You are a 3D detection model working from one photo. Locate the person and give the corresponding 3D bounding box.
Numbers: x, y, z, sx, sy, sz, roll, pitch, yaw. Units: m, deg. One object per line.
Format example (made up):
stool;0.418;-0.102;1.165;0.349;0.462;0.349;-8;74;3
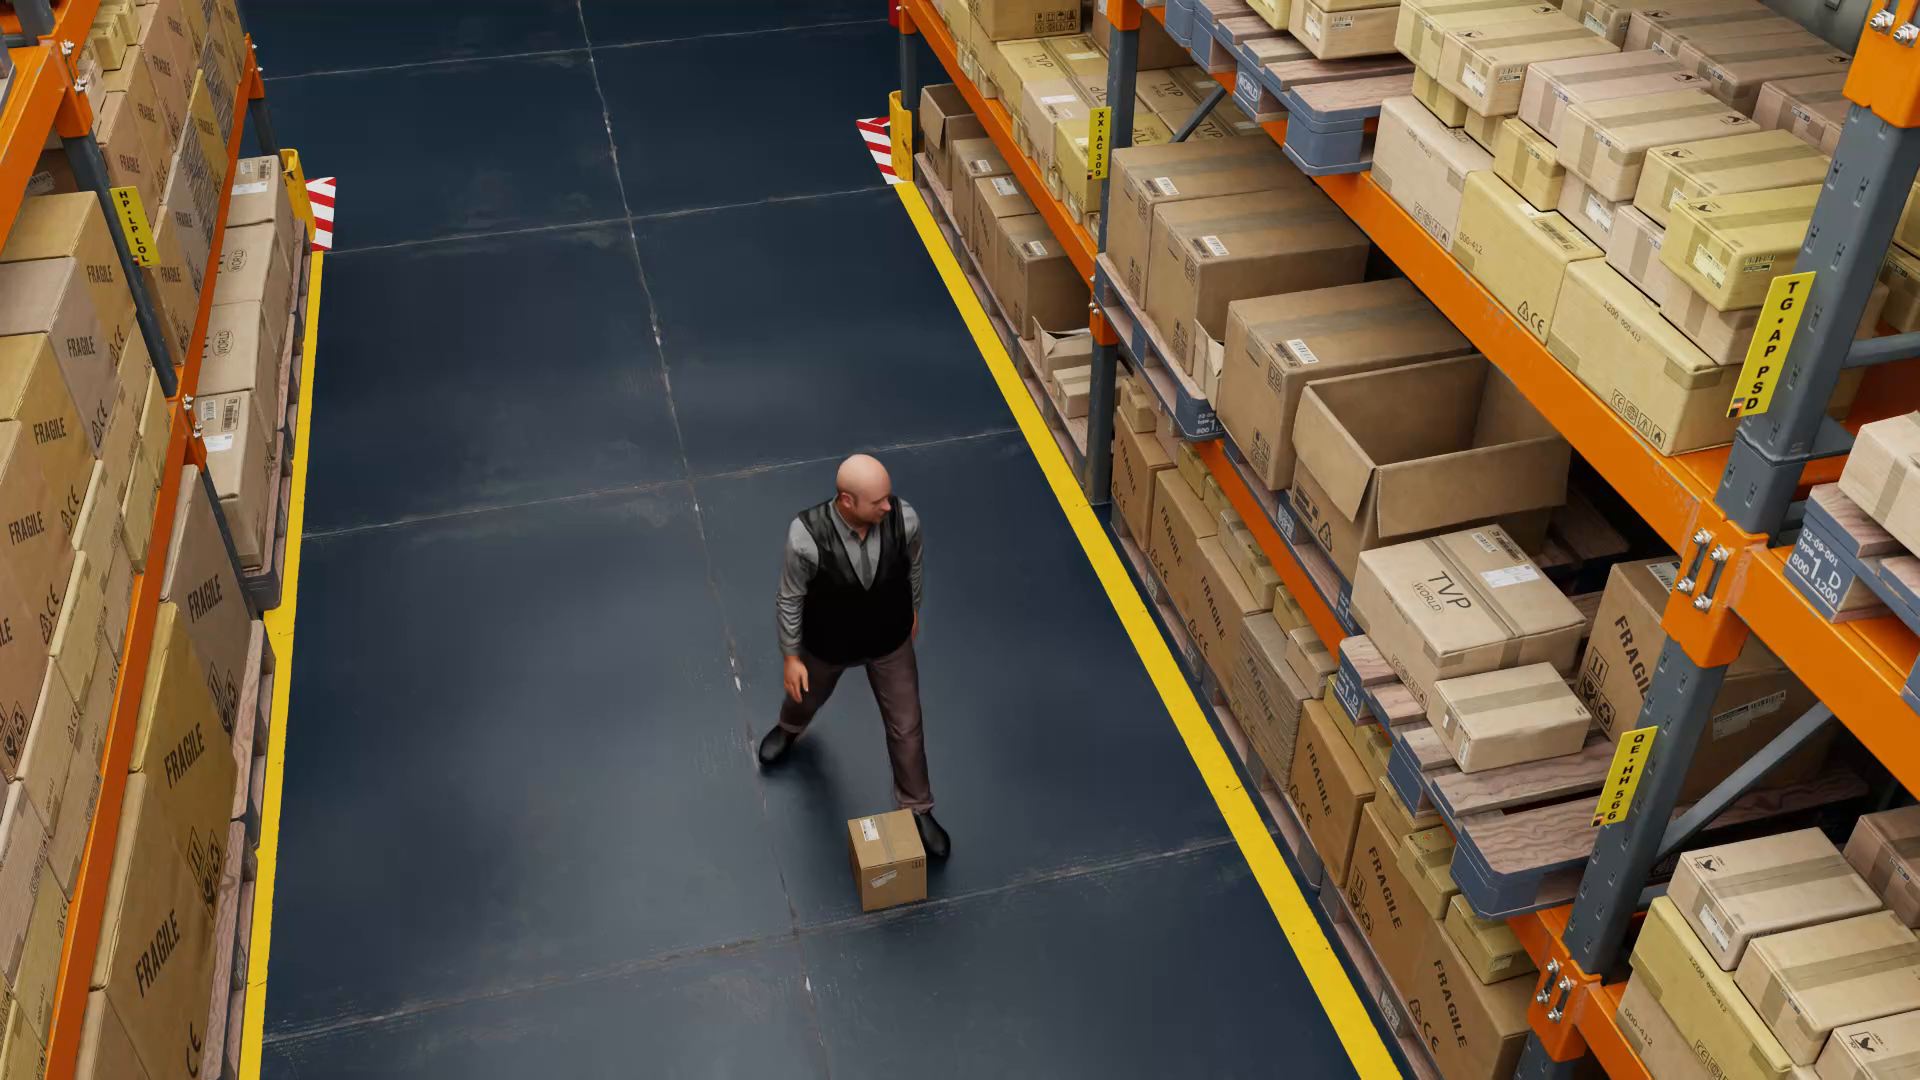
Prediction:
person;-0.441;0.374;6.267;0.665;1.697;0.909;-10;39;-13
